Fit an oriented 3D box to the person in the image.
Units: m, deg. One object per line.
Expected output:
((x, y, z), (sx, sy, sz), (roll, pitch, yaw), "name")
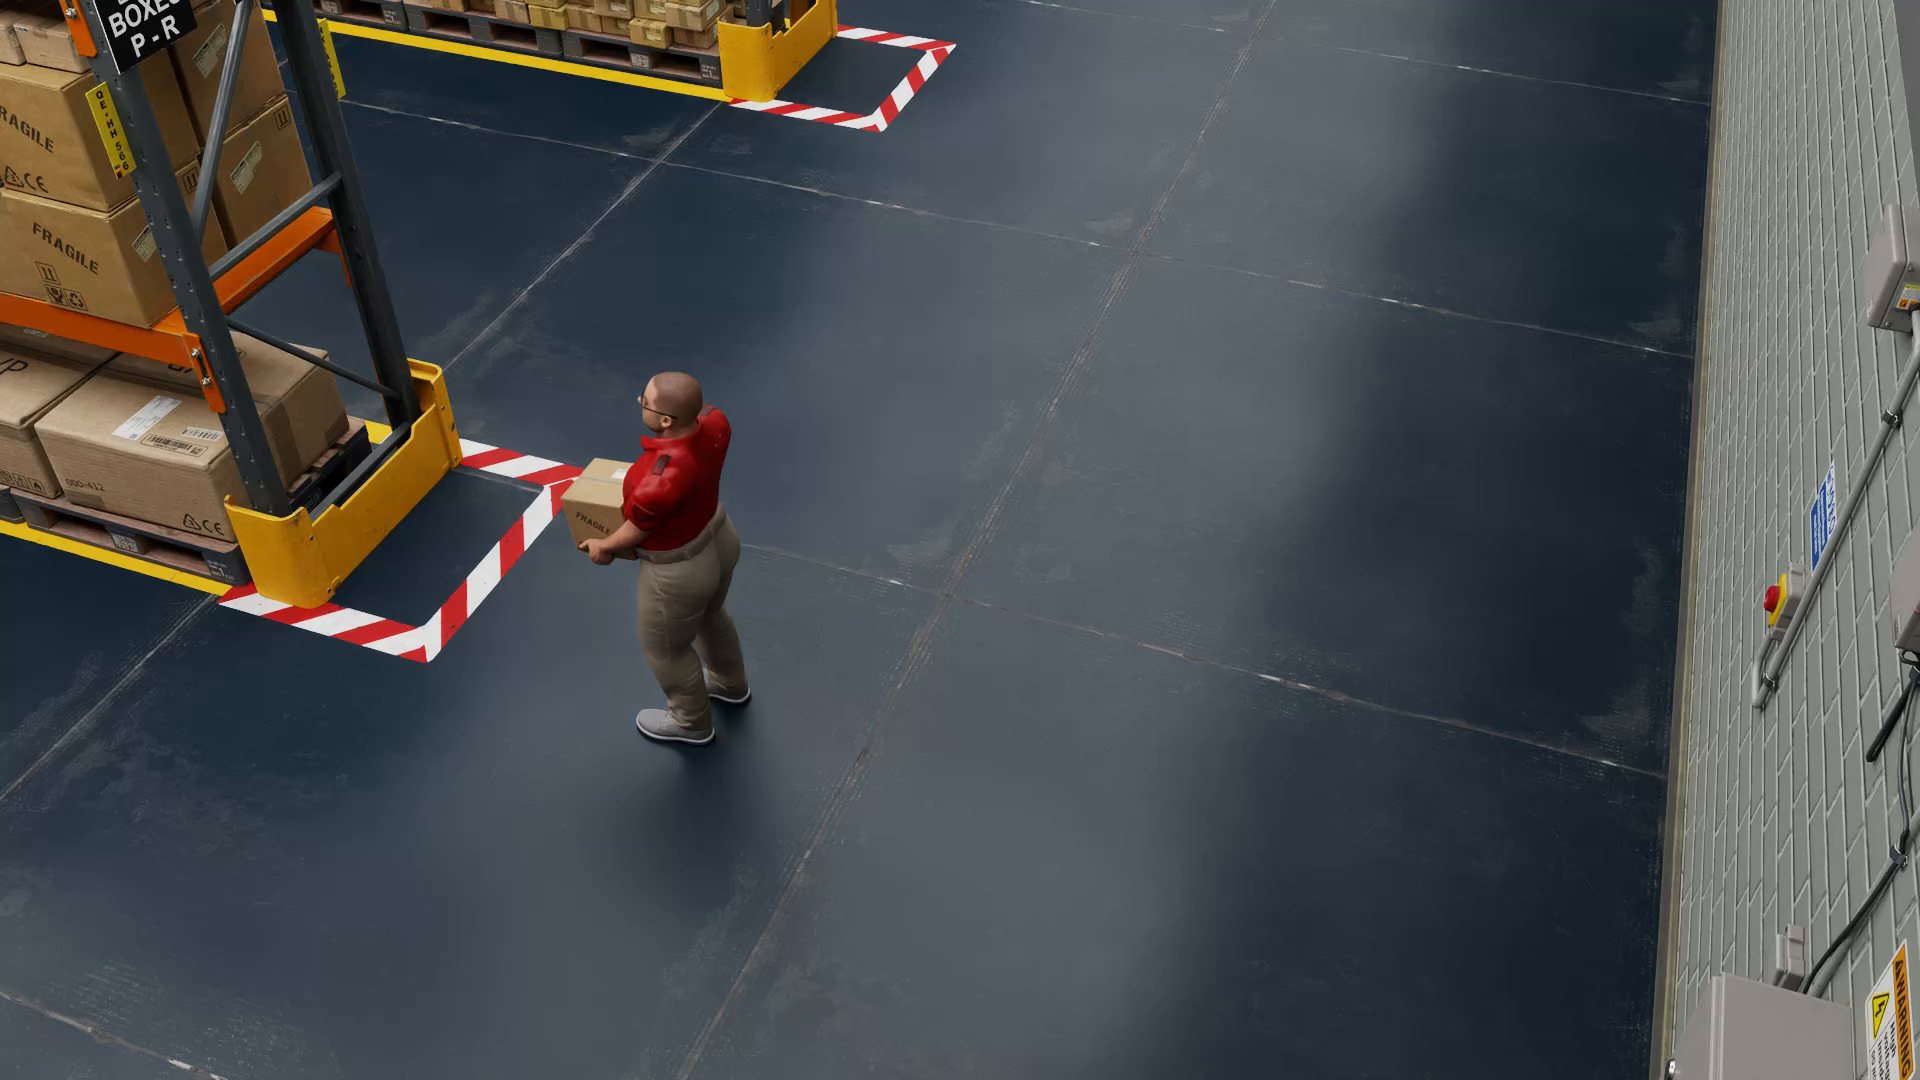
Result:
((-1.100, 0.057, 6.114), (0.529, 1.713, 0.494), (14, 43, 15), "person")
